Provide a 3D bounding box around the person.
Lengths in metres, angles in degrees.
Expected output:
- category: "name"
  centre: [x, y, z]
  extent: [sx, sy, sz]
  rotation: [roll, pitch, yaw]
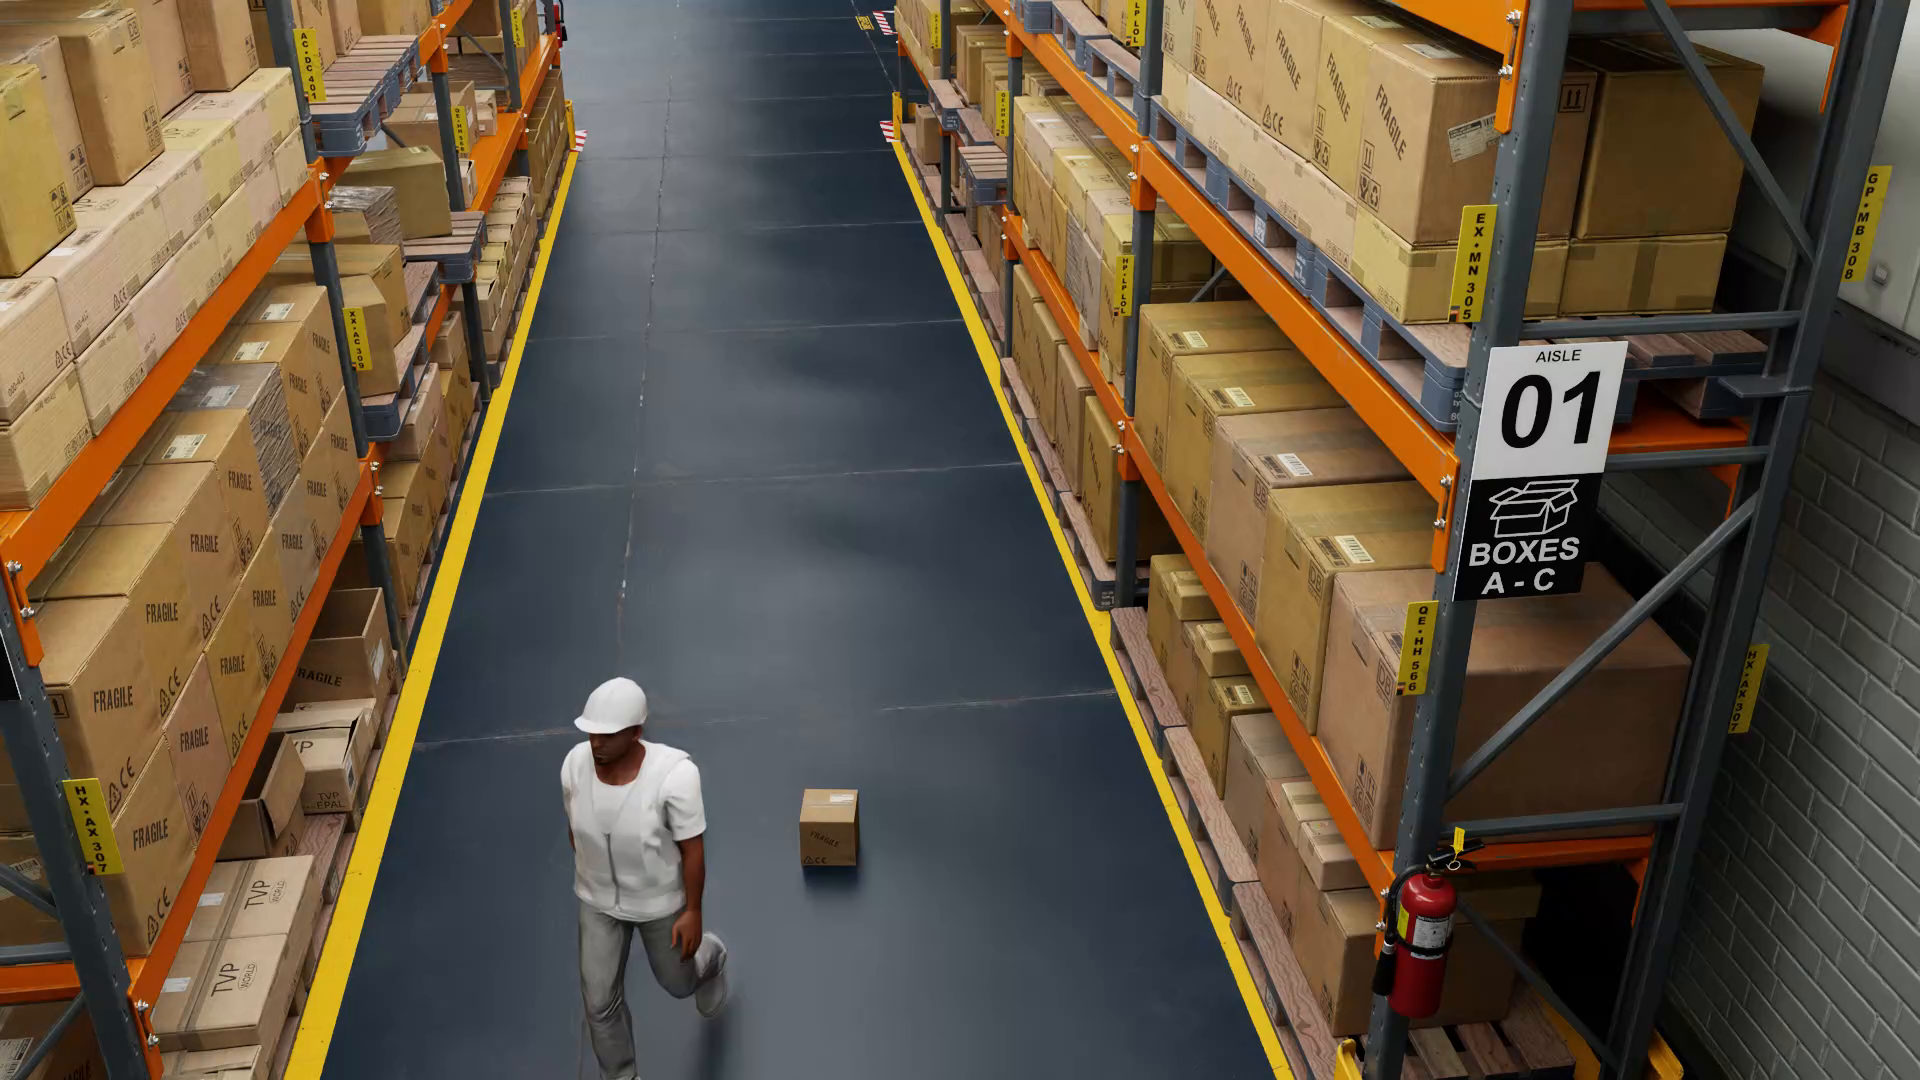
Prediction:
- category: "person"
  centre: [-1.174, 1.266, 6.088]
  extent: [0.563, 1.736, 0.916]
  rotation: [5, 27, 10]
